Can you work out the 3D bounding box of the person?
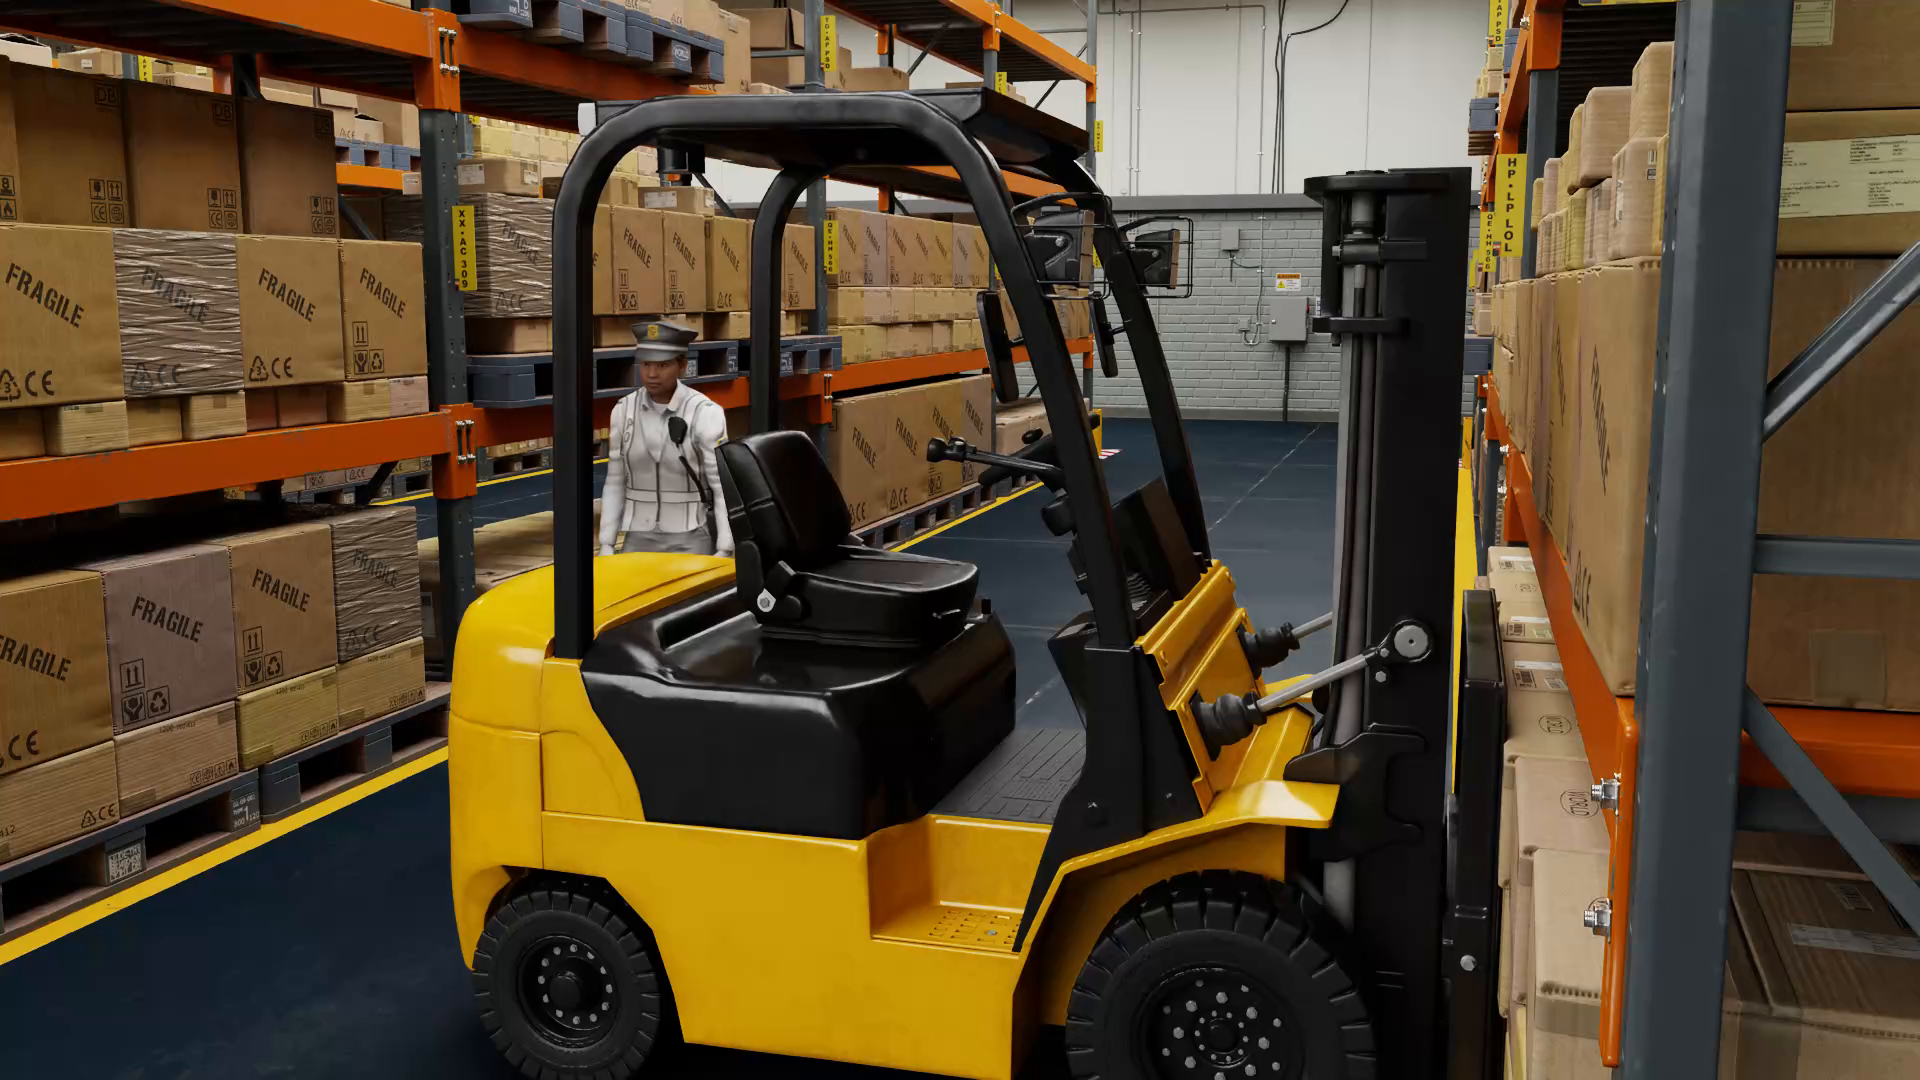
[{"bbox_3d":[-1.070,0.043,6.036,0.544,1.663,0.415,2,9,13],"label":"person"}]
